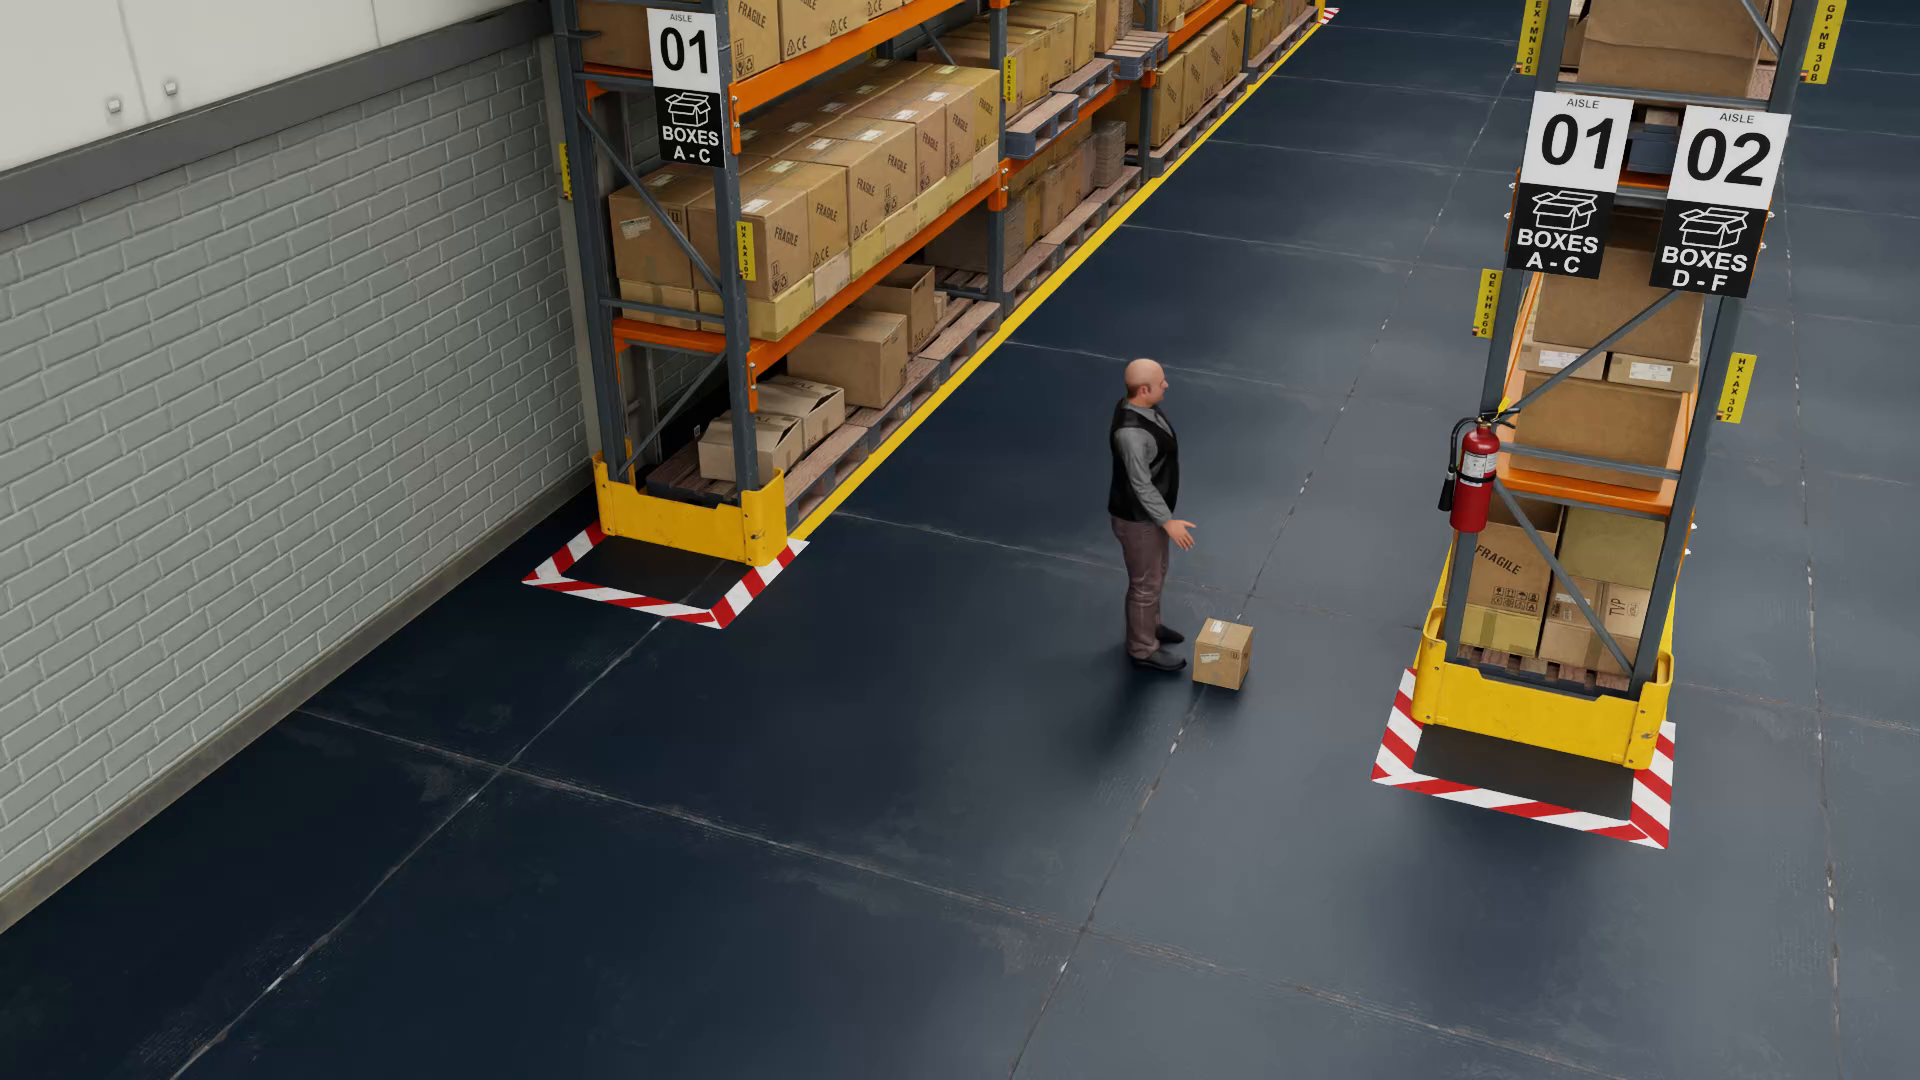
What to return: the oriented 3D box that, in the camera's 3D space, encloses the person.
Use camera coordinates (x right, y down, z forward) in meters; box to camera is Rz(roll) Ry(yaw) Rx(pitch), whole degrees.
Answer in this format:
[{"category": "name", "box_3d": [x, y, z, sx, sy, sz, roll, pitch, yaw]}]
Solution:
[{"category": "person", "box_3d": [1.001, -0.117, 8.633, 0.480, 1.759, 0.559, 6, 30, 11]}]
